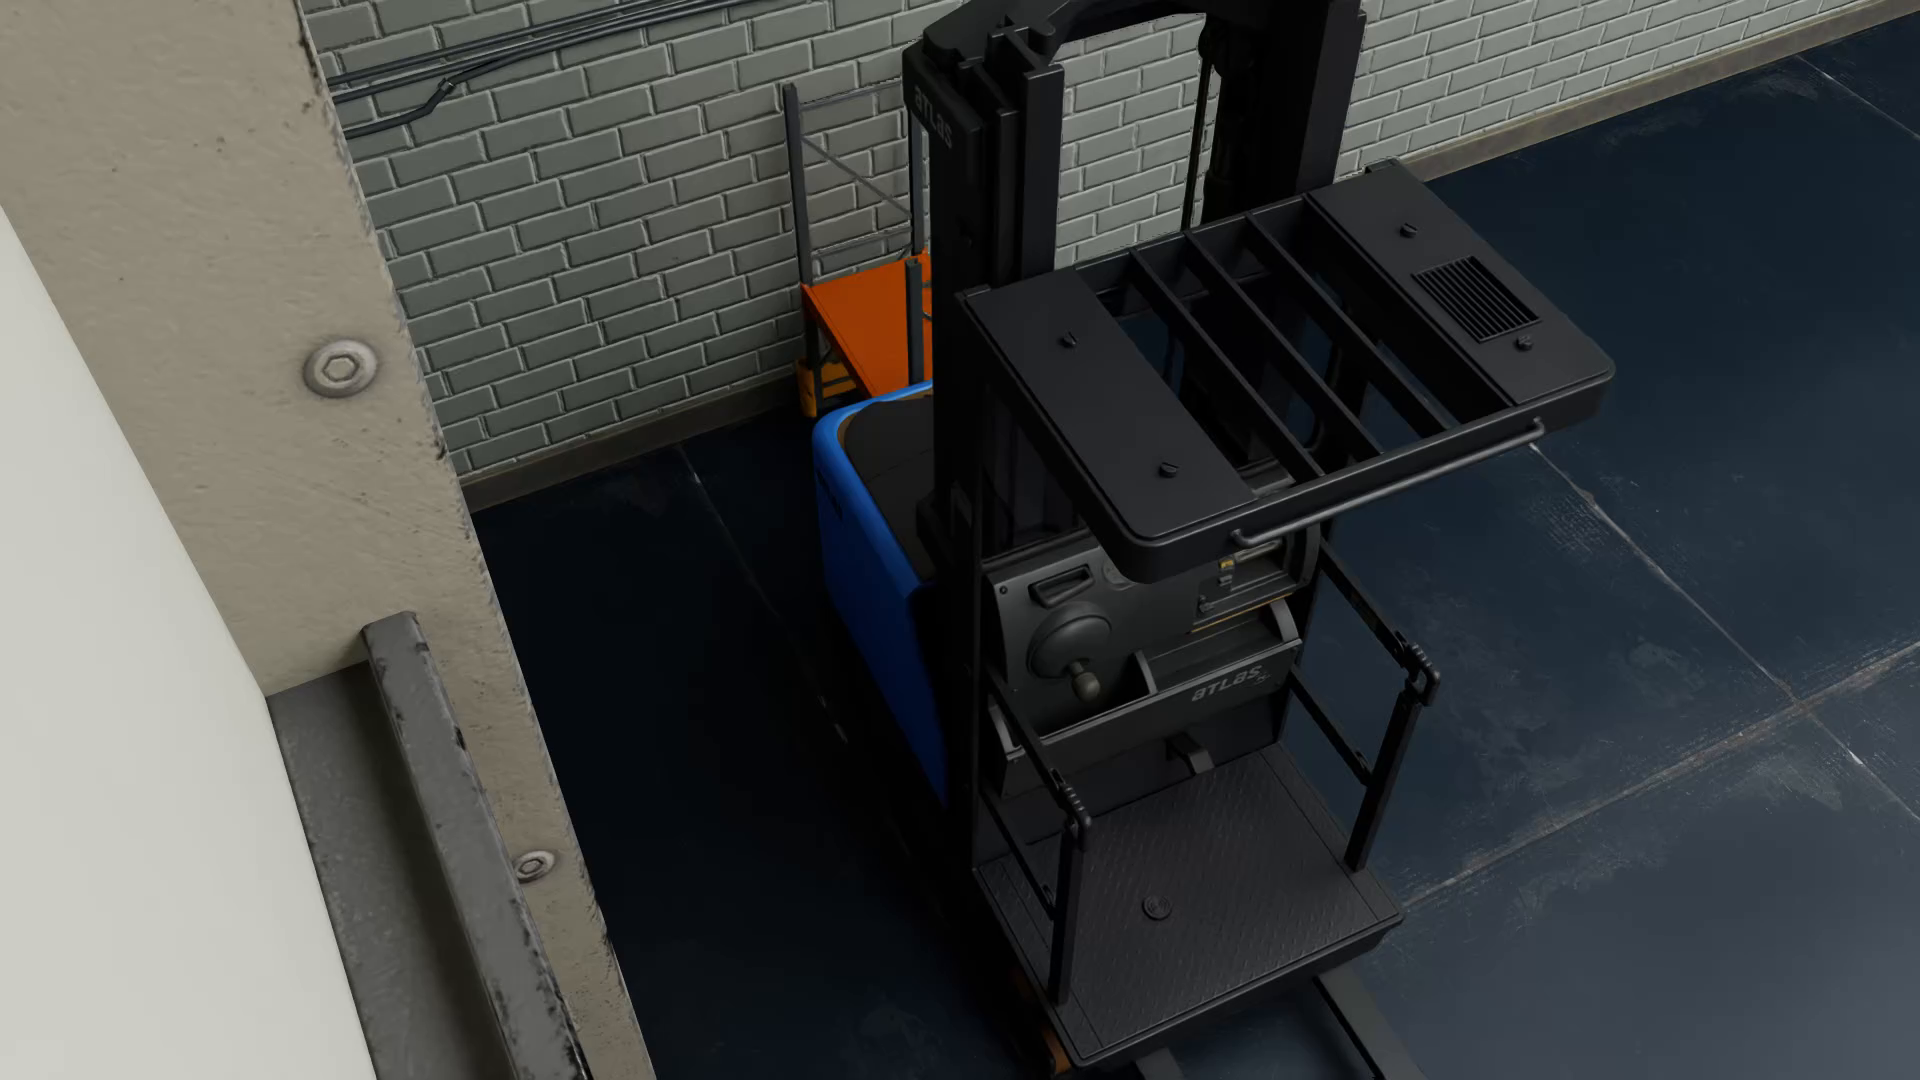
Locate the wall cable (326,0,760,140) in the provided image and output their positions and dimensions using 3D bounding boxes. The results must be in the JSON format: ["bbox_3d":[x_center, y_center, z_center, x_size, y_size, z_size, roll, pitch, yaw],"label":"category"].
[{"bbox_3d":[-1.083,-2.330,4.370,3.097,2.526,0.112,-21,52,-18],"label":"wall cable"}]

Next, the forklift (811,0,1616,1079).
[{"bbox_3d":[0.607,0.210,4.117,1.130,2.935,3.031,-20,52,-16],"label":"forklift"}]

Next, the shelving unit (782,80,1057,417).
[{"bbox_3d":[-0.154,-0.765,5.920,0.587,1.500,1.083,-20,52,-16],"label":"shelving unit"}]

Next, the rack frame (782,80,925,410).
[{"bbox_3d":[-0.367,-1.105,6.218,0.500,1.500,0.032,-20,52,-16],"label":"rack frame"}]

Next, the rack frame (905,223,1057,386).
[{"bbox_3d":[0.066,-0.413,5.612,0.500,1.500,0.032,-20,52,-16],"label":"rack frame"}]

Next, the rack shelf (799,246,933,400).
[{"bbox_3d":[-0.150,-0.641,6.050,0.538,0.185,1.000,-20,52,-16],"label":"rack shelf"}]

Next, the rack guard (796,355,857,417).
[{"bbox_3d":[-0.367,-0.693,6.687,0.587,0.250,0.087,-20,52,-16],"label":"rack guard"}]
